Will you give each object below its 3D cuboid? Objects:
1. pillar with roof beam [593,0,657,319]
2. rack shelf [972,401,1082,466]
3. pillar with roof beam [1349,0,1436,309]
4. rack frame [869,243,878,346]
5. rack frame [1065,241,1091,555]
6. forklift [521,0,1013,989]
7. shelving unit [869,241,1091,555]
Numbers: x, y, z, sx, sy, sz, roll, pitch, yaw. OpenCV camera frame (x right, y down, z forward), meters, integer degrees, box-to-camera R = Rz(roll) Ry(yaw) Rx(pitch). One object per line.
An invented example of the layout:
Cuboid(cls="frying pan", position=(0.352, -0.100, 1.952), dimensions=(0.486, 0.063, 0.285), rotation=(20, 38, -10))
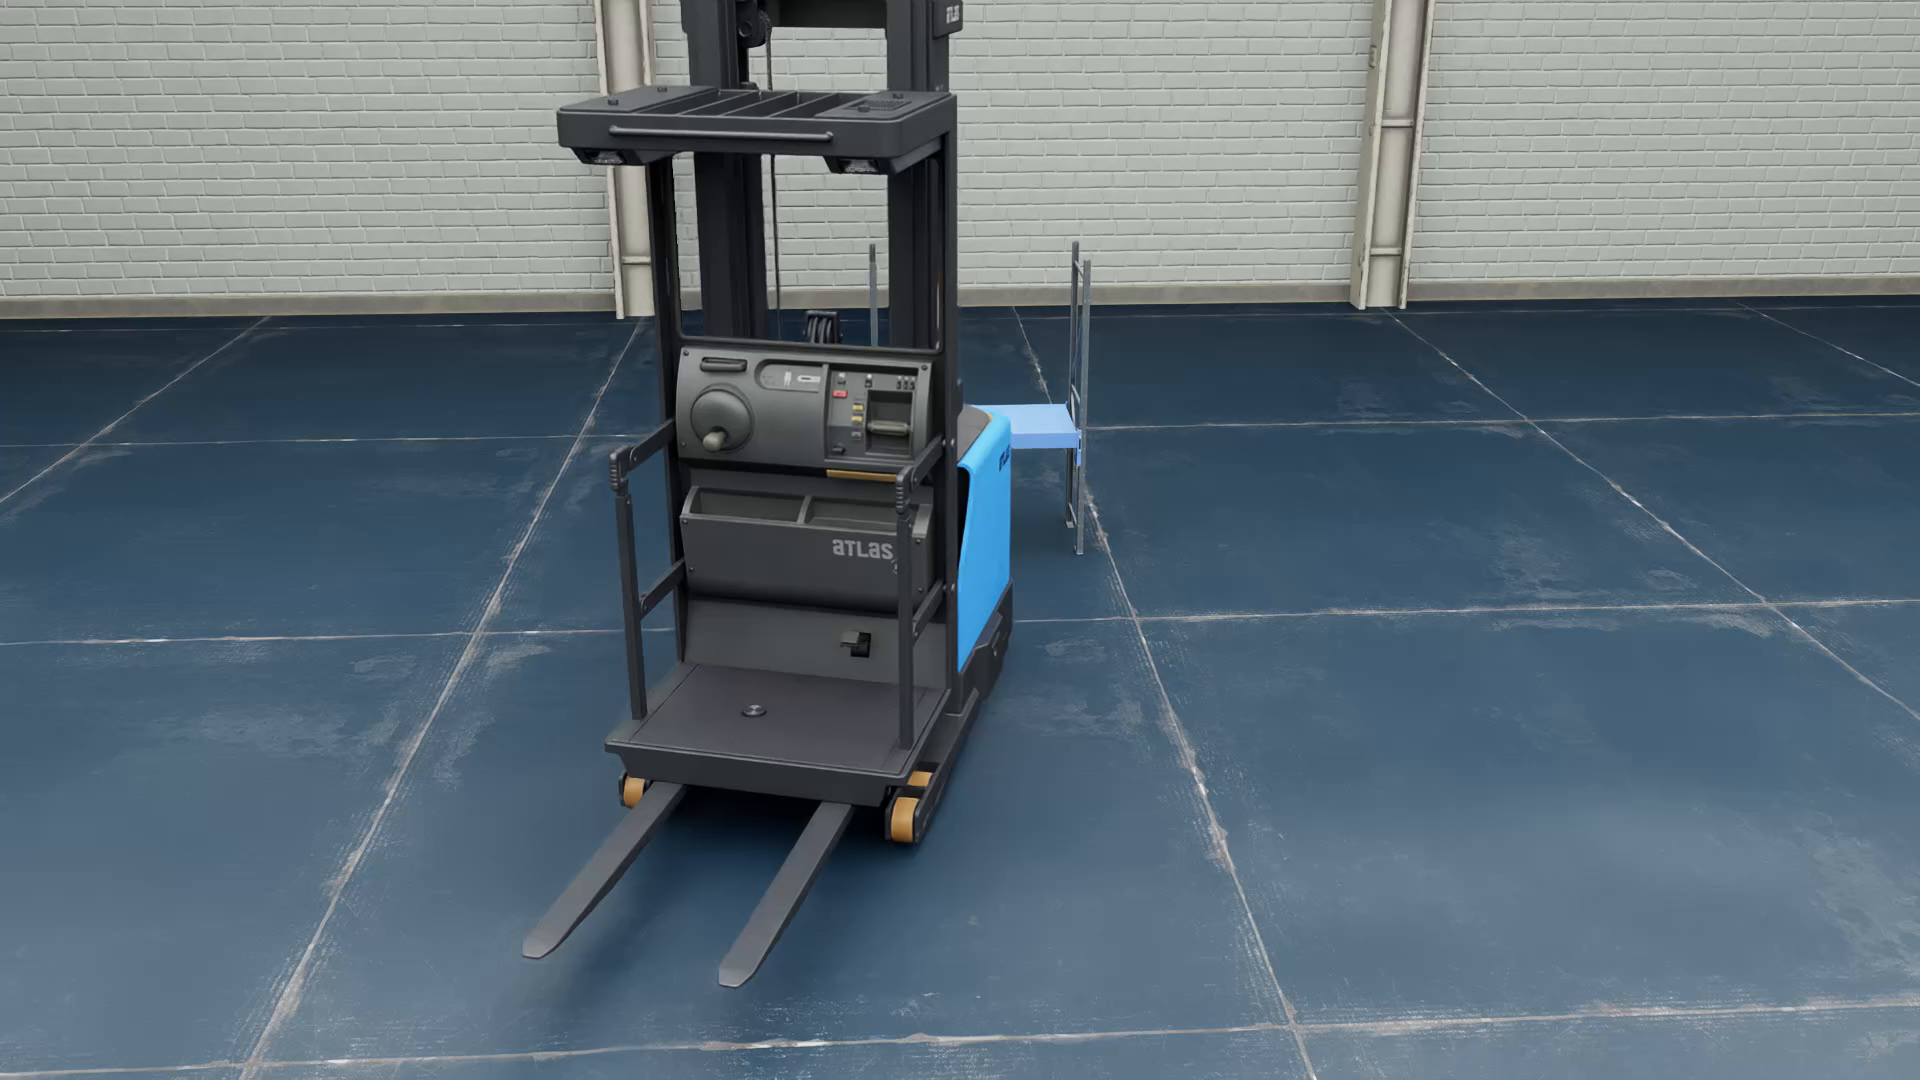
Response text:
Cuboid(cls="pillar with roof beam", position=(-2.303, -4.497, 7.787), dimensions=(0.400, 9.000, 9.100), rotation=(-1, 21, -3))
Cuboid(cls="rack shelf", position=(0.085, -0.535, 8.423), dimensions=(1.000, 0.185, 0.538), rotation=(-1, 21, -3))
Cuboid(cls="pillar with roof beam", position=(3.687, -4.619, 8.107), dimensions=(0.400, 9.000, 9.100), rotation=(-1, 21, -3))
Cuboid(cls="rack frame", position=(-0.422, -0.692, 8.332), dimensions=(0.032, 1.500, 0.500), rotation=(-1, 21, -3))
Cuboid(cls="rack frame", position=(0.593, -0.713, 8.386), dimensions=(0.032, 1.500, 0.500), rotation=(-1, 21, -3))
Cuboid(cls="forklift", position=(-0.605, -0.453, 5.691), dimensions=(1.130, 2.935, 3.031), rotation=(5, 21, 12))
Cuboid(cls="shelving unit", position=(0.085, -0.703, 8.359), dimensions=(1.048, 1.500, 0.538), rotation=(-1, 21, -3))
